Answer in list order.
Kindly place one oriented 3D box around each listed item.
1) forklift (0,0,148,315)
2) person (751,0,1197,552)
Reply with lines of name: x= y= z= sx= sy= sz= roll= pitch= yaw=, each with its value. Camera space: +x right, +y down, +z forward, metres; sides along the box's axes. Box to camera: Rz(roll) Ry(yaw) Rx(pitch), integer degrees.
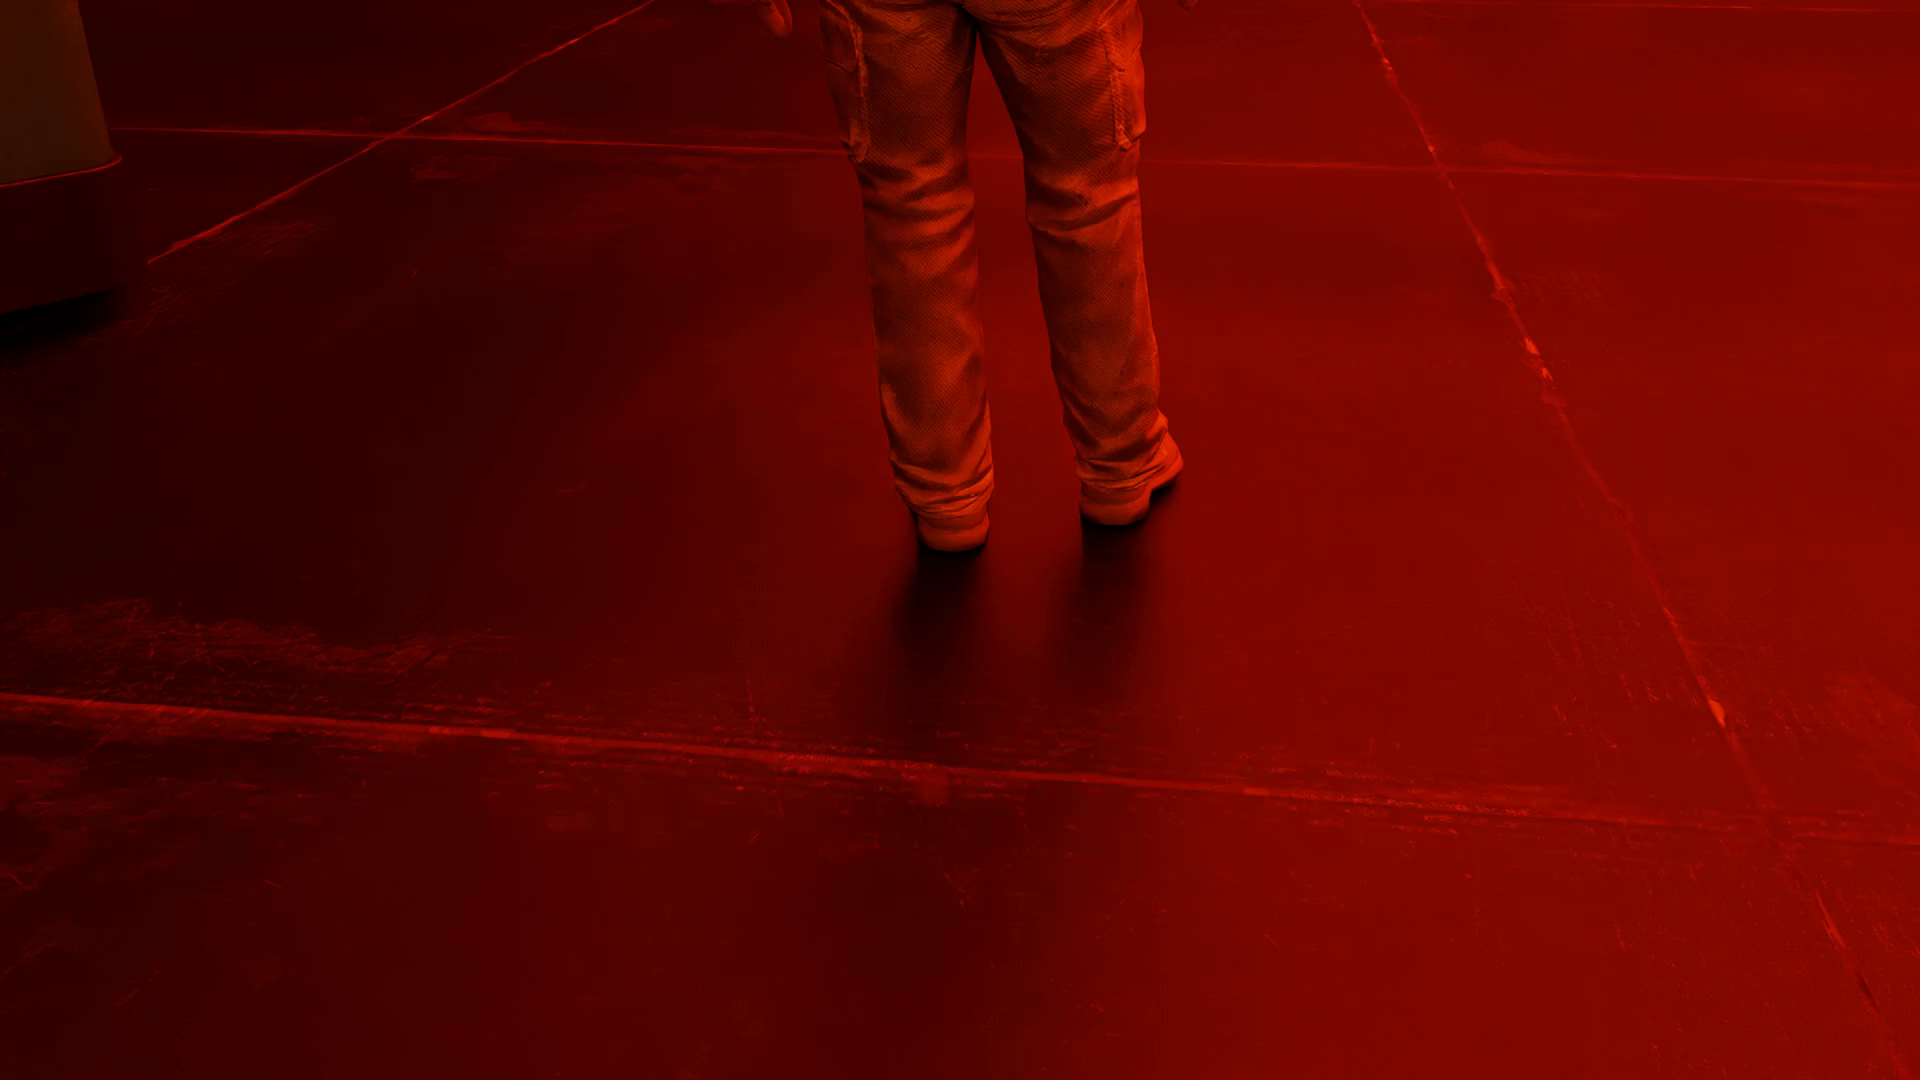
forklift: x=-3.104 y=-2.073 z=3.371 sx=3.031 sy=2.935 sz=1.130 roll=22 pitch=34 yaw=37
person: x=0.019 y=-0.836 z=2.161 sx=0.656 sy=1.782 sz=0.577 roll=3 pitch=27 yaw=7
